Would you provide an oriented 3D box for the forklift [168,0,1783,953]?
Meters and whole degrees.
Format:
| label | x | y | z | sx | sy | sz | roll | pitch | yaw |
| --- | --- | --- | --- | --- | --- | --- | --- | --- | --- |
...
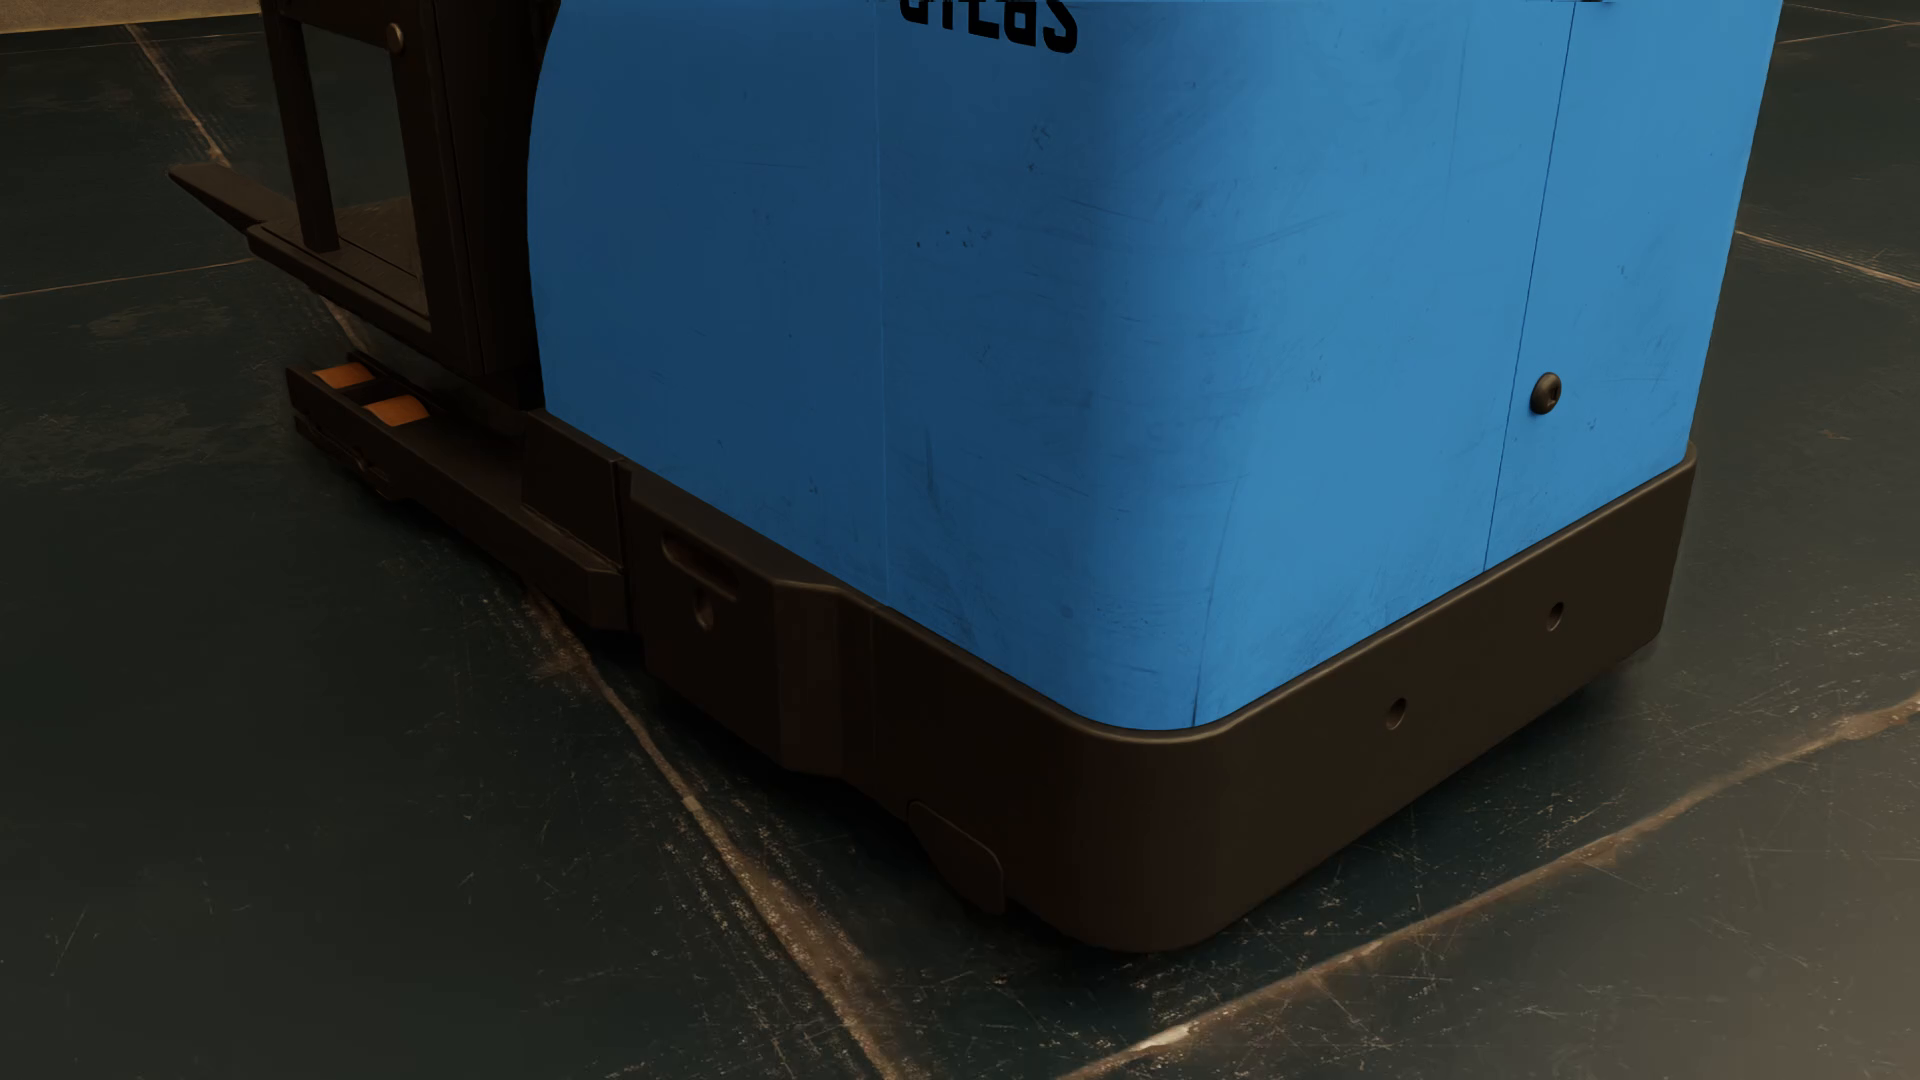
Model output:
| label | x | y | z | sx | sy | sz | roll | pitch | yaw |
| --- | --- | --- | --- | --- | --- | --- | --- | --- | --- |
| forklift | -0.452 | -1.501 | 2.220 | 1.130 | 2.935 | 3.031 | -22 | 34 | -36 |
